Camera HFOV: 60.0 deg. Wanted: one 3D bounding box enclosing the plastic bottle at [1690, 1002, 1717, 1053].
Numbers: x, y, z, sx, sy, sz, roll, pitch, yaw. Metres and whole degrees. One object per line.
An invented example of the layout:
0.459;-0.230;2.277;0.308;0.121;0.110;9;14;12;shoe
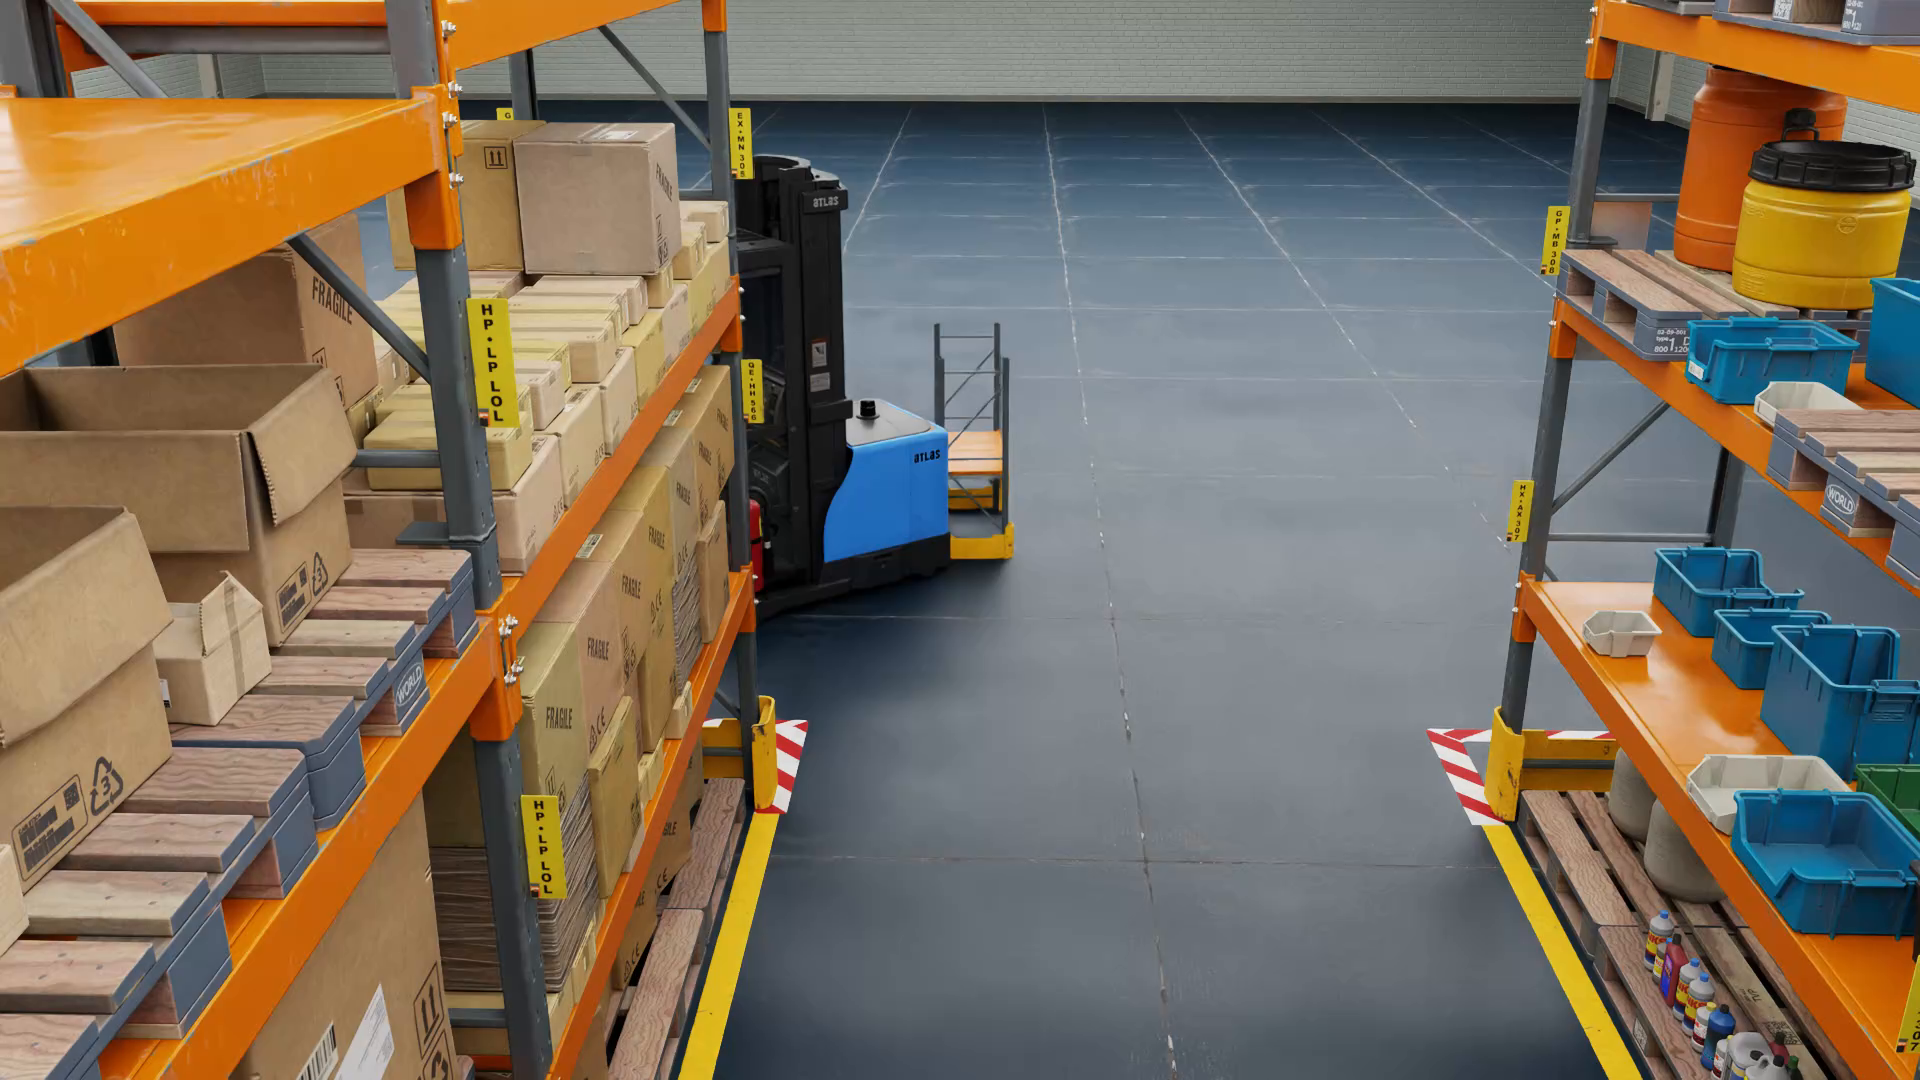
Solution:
2.986;1.940;6.642;0.097;0.201;0.097;0;21;0;plastic bottle

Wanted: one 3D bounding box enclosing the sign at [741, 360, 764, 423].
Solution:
-1.027;-0.735;8.240;0.100;0.325;0.005;1;21;2;sign

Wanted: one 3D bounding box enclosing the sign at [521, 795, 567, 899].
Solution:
-1.148;0.850;4.592;0.100;0.325;0.005;1;21;2;sign

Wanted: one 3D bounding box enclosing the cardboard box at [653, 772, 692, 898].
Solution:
-1.601;1.350;7.778;0.500;0.500;0.500;6;22;16;cardboard box

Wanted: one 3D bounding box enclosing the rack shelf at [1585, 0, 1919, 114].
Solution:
3.308;-1.559;5.654;1.077;0.370;4.000;1;21;2;rack shelf

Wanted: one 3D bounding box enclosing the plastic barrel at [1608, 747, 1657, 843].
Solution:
3.426;1.196;8.159;0.421;0.512;0.421;0;21;0;plastic barrel

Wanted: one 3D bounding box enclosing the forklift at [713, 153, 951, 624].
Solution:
-1.576;-0.985;11.015;3.031;2.935;1.130;-14;25;-31;forklift

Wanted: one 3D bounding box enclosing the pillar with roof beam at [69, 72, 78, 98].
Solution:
-12.337;-11.409;29.493;9.100;9.000;0.400;1;21;2;pillar with roof beam

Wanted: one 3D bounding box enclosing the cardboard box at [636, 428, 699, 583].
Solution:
-1.378;-0.150;6.837;0.500;0.500;0.500;1;21;2;cardboard box

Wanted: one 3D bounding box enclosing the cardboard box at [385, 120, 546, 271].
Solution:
-1.897;-1.345;6.460;0.500;0.500;0.500;1;21;1;cardboard box

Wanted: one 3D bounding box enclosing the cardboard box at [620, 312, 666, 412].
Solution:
-1.389;-0.665;6.158;0.500;0.250;0.500;0;21;1;cardboard box

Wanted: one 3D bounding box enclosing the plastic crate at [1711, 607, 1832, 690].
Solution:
3.628;0.481;7.348;0.499;0.251;0.408;1;21;2;plastic crate

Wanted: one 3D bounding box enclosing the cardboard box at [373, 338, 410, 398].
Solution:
-1.979;-0.538;5.278;0.380;0.149;0.250;0;21;0;cardboard box

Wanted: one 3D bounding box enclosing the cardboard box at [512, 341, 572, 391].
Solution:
-1.451;-0.528;5.253;0.380;0.149;0.250;1;21;3;cardboard box

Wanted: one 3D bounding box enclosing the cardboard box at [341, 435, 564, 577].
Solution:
-1.433;-0.104;4.710;0.500;0.250;0.500;0;21;0;cardboard box

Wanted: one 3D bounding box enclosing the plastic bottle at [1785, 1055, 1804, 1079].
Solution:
3.098;2.070;6.194;0.061;0.283;0.133;1;21;2;plastic bottle

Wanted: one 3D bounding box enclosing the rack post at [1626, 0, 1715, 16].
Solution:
3.219;-2.299;6.705;0.937;0.300;0.954;3;21;7;rack post

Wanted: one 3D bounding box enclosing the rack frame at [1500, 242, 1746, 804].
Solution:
3.369;-0.007;8.401;1.000;3.000;0.127;1;21;2;rack frame

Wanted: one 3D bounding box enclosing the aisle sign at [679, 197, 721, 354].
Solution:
-1.280;-1.293;8.120;0.394;0.787;0.004;1;21;2;aisle sign

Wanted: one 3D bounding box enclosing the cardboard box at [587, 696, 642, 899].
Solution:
-1.577;0.857;5.624;0.875;0.500;0.500;1;21;2;cardboard box

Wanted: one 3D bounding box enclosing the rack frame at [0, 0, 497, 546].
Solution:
-1.703;-1.412;3.729;1.000;3.000;0.127;1;21;2;rack frame

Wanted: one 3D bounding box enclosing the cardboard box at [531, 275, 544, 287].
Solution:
-1.901;-1.108;6.748;0.380;0.149;0.250;1;21;1;cardboard box

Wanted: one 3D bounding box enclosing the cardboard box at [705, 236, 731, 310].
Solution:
-1.342;-1.213;7.569;0.500;0.250;0.500;1;21;3;cardboard box

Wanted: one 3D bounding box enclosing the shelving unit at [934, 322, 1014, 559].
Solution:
0.076;-0.759;12.410;0.587;1.500;1.083;-1;21;-2;shelving unit

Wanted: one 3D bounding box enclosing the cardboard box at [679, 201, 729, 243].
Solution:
-1.278;-1.472;7.686;0.380;0.149;0.250;1;21;2;cardboard box

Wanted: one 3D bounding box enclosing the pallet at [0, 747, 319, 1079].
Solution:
-1.857;0.671;2.766;1.213;0.211;1.003;1;21;2;pallet

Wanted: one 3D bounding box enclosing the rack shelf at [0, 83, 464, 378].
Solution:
-1.764;-0.167;2.067;1.077;0.370;4.000;1;21;2;rack shelf

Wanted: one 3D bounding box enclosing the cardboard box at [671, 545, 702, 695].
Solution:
-1.579;0.314;7.023;0.875;0.500;0.500;1;21;2;cardboard box

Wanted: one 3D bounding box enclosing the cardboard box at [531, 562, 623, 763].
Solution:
-1.422;0.392;5.439;0.500;0.500;0.500;1;21;2;cardboard box

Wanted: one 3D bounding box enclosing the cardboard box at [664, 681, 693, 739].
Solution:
-1.324;0.704;6.914;0.380;0.149;0.250;1;21;2;cardboard box

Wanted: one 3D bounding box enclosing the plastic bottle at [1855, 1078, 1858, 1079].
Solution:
3.557;2.002;6.380;0.152;0.276;0.135;1;21;2;plastic bottle

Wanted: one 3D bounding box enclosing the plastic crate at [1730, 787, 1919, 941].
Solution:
3.010;1.105;5.739;0.499;0.251;0.616;1;21;2;plastic crate

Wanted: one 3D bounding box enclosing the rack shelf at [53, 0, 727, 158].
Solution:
-1.642;-1.798;5.723;1.077;0.370;4.000;1;21;2;rack shelf

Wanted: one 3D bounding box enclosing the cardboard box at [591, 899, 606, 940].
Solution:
-1.395;1.246;5.517;0.380;0.149;0.250;1;21;2;cardboard box

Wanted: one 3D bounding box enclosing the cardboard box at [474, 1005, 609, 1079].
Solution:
-1.641;2.003;6.096;0.500;0.500;0.500;8;22;19;cardboard box

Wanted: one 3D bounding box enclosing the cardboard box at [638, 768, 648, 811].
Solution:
-1.382;0.975;6.217;0.380;0.149;0.250;1;21;2;cardboard box

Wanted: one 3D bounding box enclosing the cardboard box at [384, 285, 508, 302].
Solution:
-1.851;-0.824;6.014;0.380;0.149;0.250;0;21;0;cardboard box

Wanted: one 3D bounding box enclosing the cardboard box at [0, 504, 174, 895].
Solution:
-1.844;0.252;2.863;0.797;0.503;0.637;1;21;4;cardboard box

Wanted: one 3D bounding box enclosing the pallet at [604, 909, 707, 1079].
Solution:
-1.684;1.999;7.085;1.003;0.211;1.213;1;21;2;pallet

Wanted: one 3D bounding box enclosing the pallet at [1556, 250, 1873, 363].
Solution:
3.246;-1.019;7.124;1.003;0.211;1.213;1;21;2;pallet

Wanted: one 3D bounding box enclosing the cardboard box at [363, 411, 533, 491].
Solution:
-1.385;-0.244;4.520;0.380;0.149;0.250;0;21;0;cardboard box

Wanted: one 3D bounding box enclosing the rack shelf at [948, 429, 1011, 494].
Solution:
0.076;-0.594;12.484;0.538;0.185;1.000;-1;21;-2;rack shelf

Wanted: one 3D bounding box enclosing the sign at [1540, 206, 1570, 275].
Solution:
2.819;-1.417;7.876;0.100;0.325;0.005;1;21;2;sign

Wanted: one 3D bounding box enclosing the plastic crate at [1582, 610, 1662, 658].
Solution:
3.020;0.436;7.624;0.298;0.136;0.250;1;21;2;plastic crate

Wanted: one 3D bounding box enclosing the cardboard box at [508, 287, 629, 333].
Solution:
-1.409;-0.809;5.977;0.380;0.149;0.250;1;21;3;cardboard box

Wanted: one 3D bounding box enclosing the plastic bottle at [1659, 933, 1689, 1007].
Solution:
2.977;1.788;6.921;0.061;0.283;0.133;1;21;3;plastic bottle

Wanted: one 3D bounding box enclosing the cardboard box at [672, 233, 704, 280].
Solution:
-1.286;-1.188;6.954;0.380;0.149;0.250;1;21;2;cardboard box

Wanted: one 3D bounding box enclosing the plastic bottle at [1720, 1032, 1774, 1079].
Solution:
3.004;2.023;6.326;0.152;0.276;0.135;1;21;3;plastic bottle

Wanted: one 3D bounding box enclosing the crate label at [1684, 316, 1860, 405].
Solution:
2.982;-0.663;6.150;0.502;0.251;0.408;1;21;2;crate label
